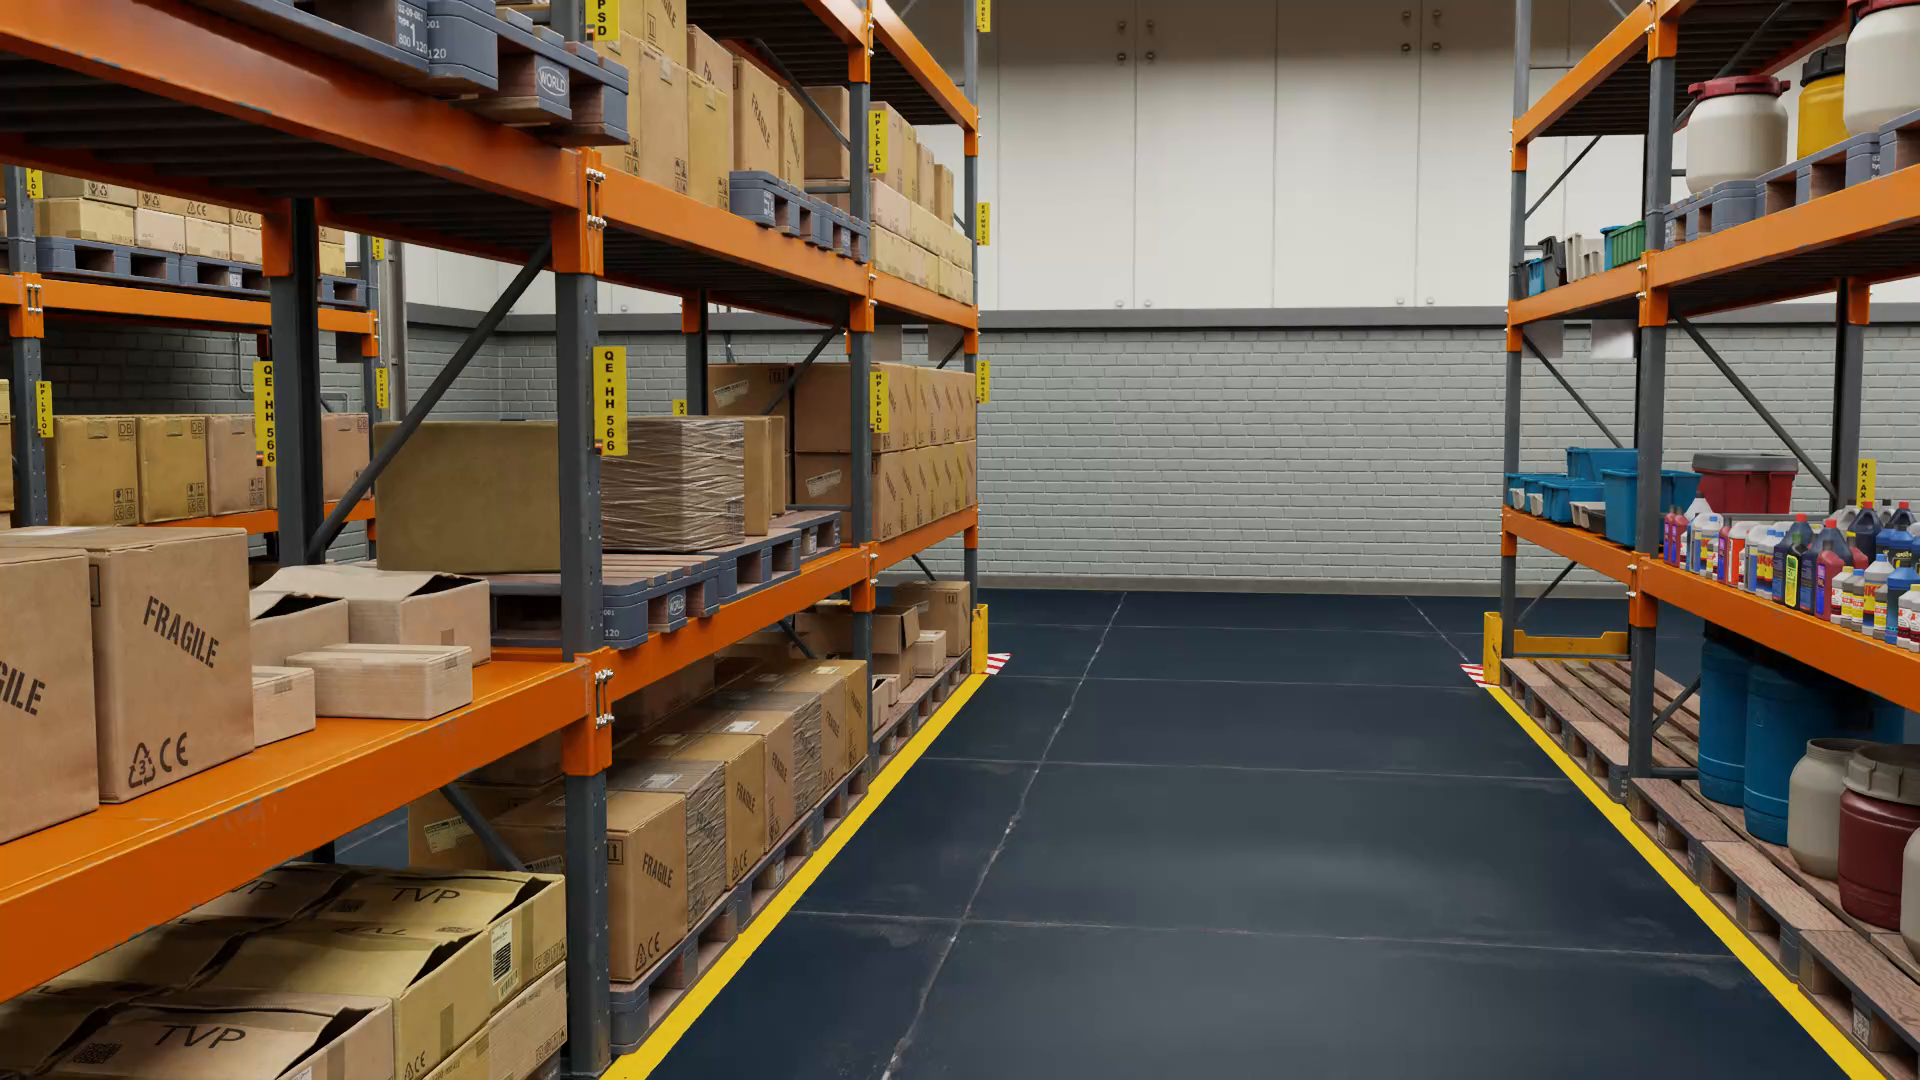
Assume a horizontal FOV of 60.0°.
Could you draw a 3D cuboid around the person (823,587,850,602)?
[{"bbox_3d":[-1.160,0.004,15.574,0.472,1.593,0.350,1,5,8],"label":"person"}]
